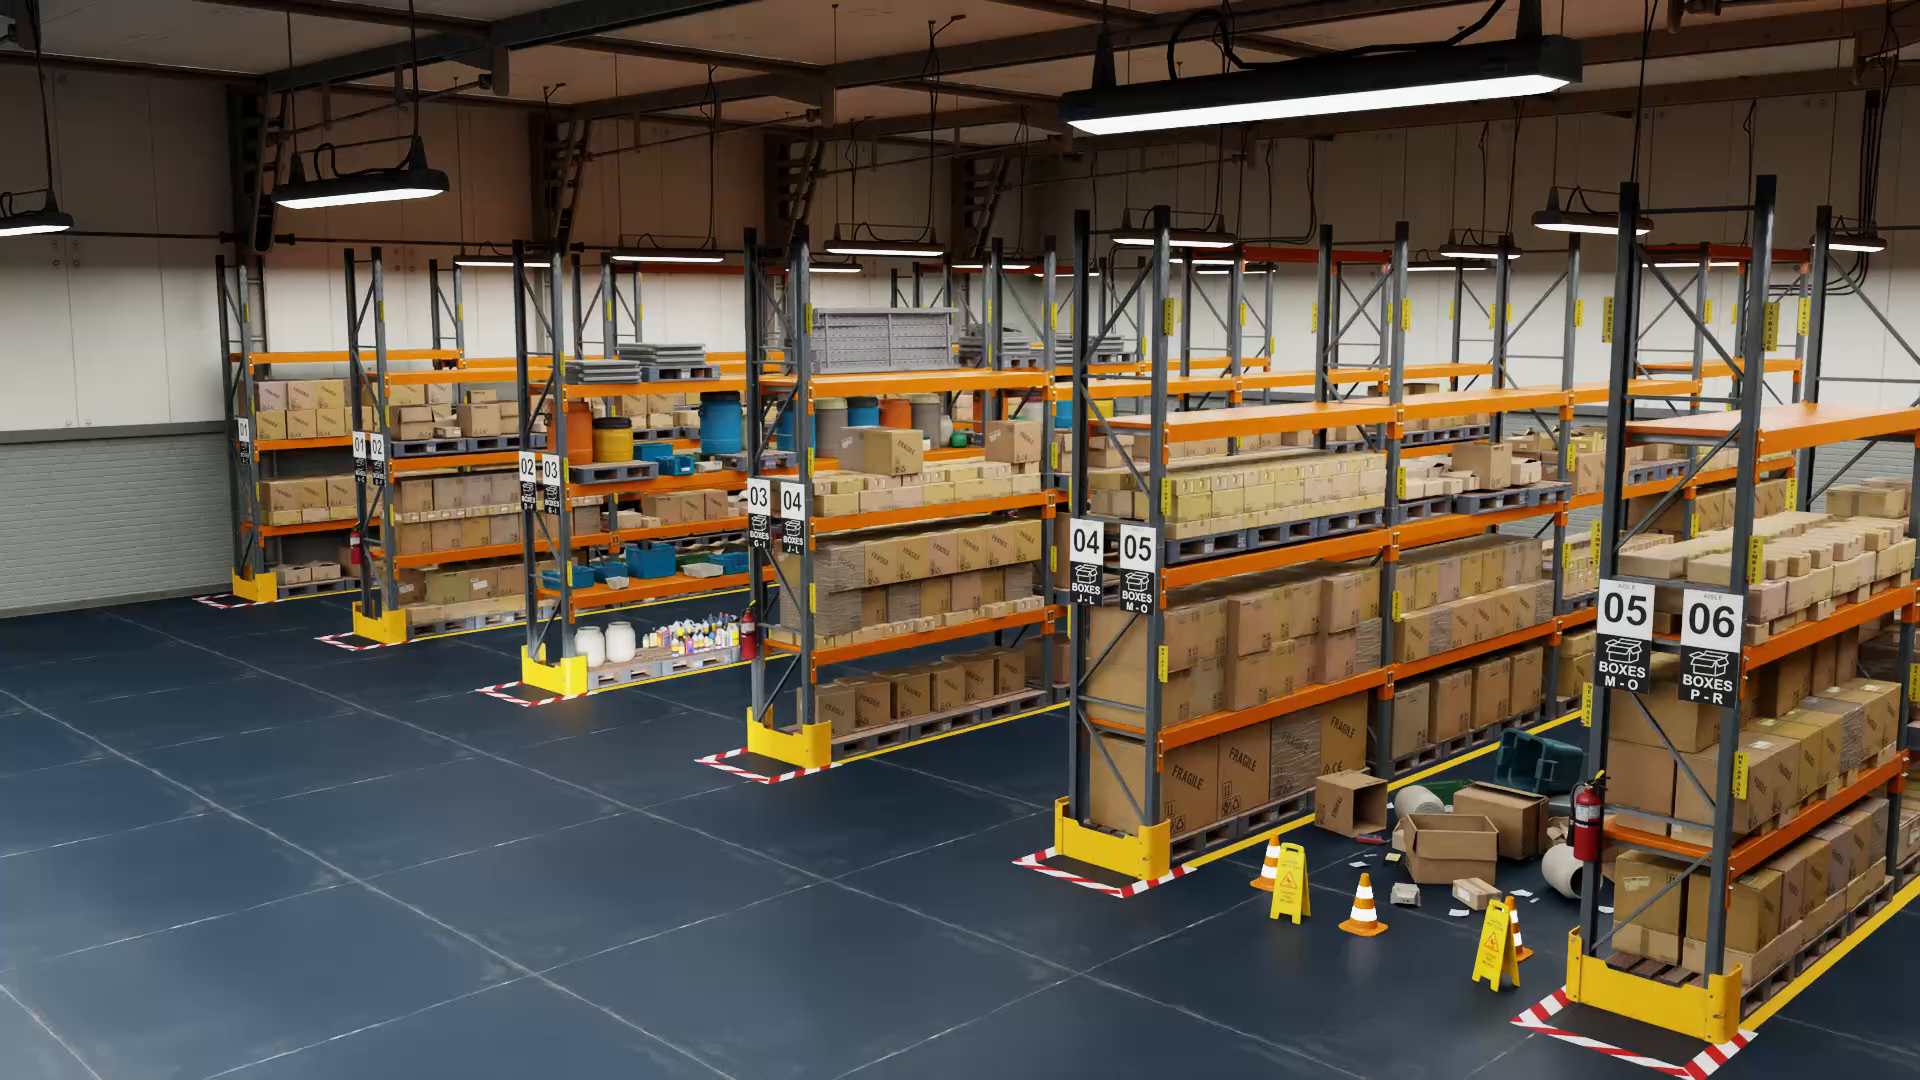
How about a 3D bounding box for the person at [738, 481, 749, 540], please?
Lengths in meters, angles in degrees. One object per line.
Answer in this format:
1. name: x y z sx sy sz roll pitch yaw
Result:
1. person: -4.124 -0.353 32.739 0.540 1.780 0.671 0 8 0
